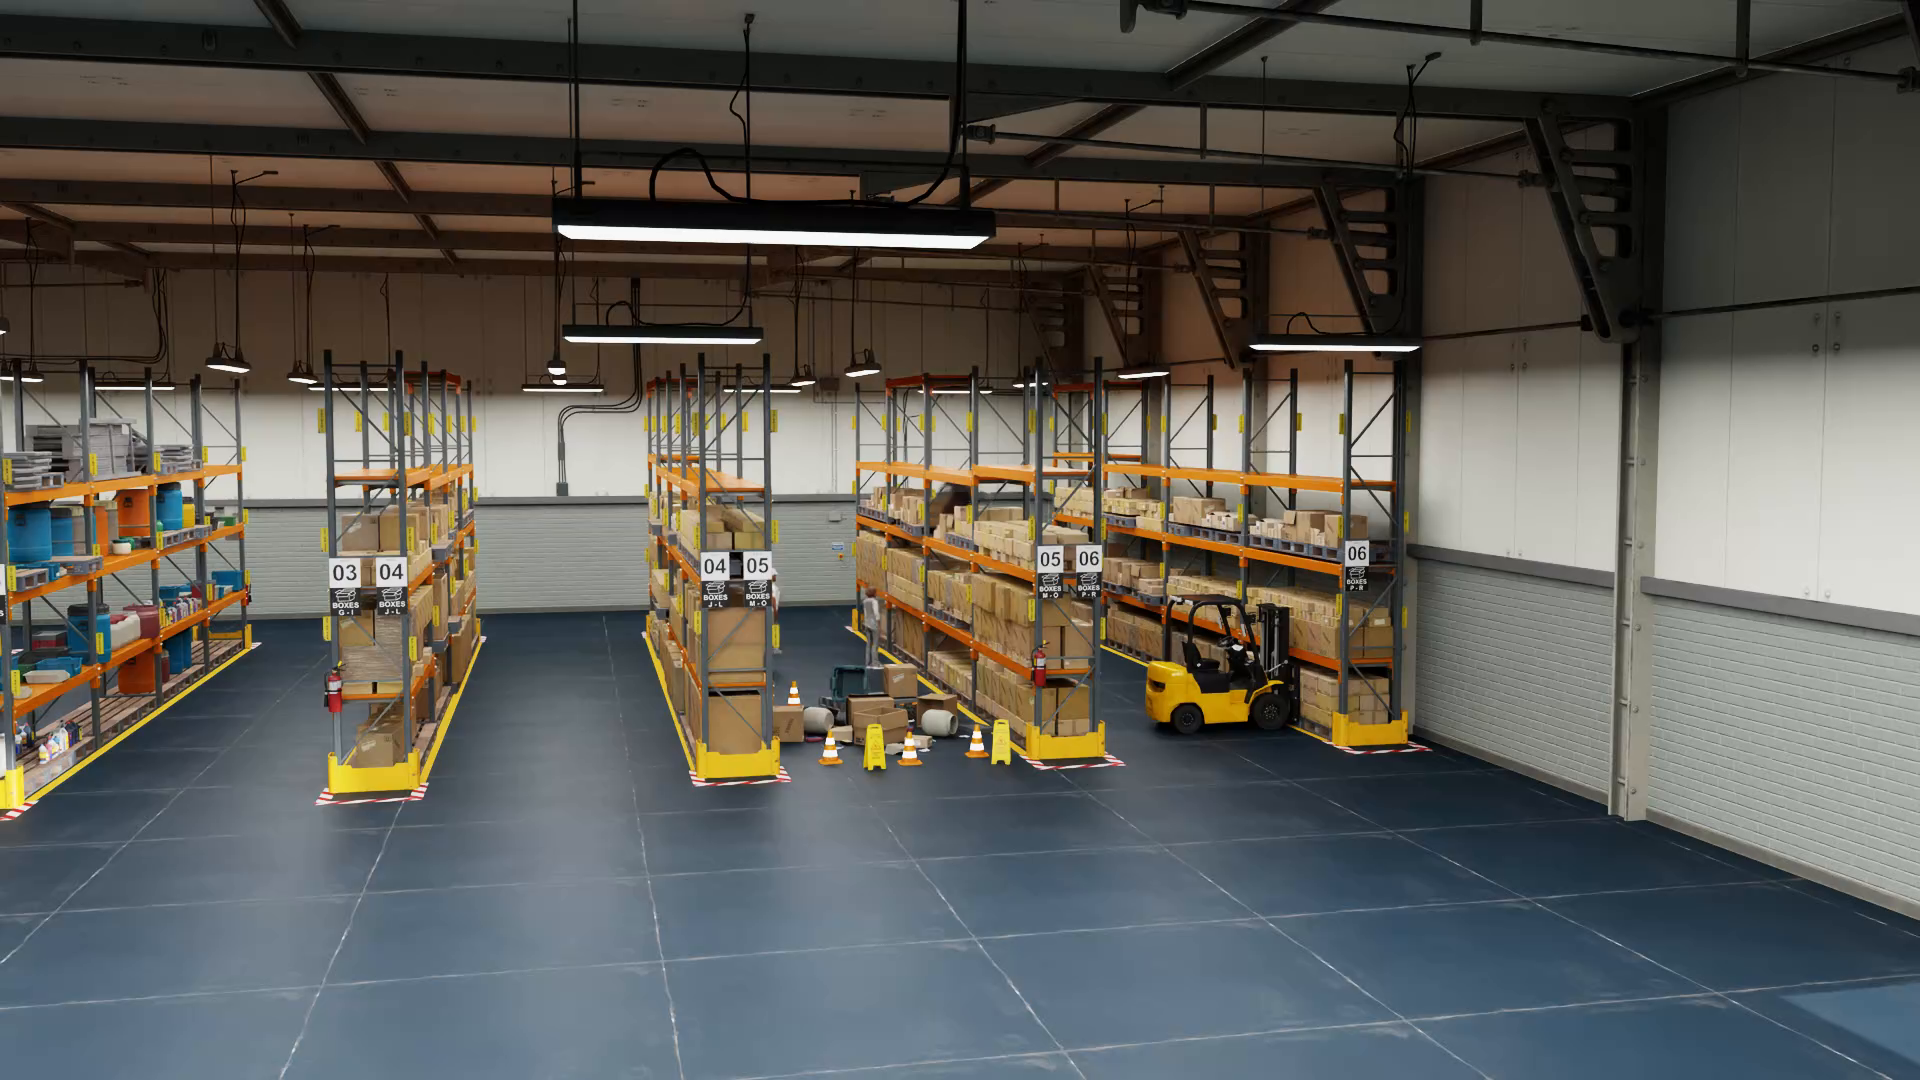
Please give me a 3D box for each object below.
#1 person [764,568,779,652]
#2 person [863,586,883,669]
[{"bbox_3d":[-3.876,1.423,33.976,0.355,1.711,0.630,-2,5,-31],"label":"person"},{"bbox_3d":[-1.655,1.679,31.929,0.339,1.597,0.474,-4,5,-43],"label":"person"}]
